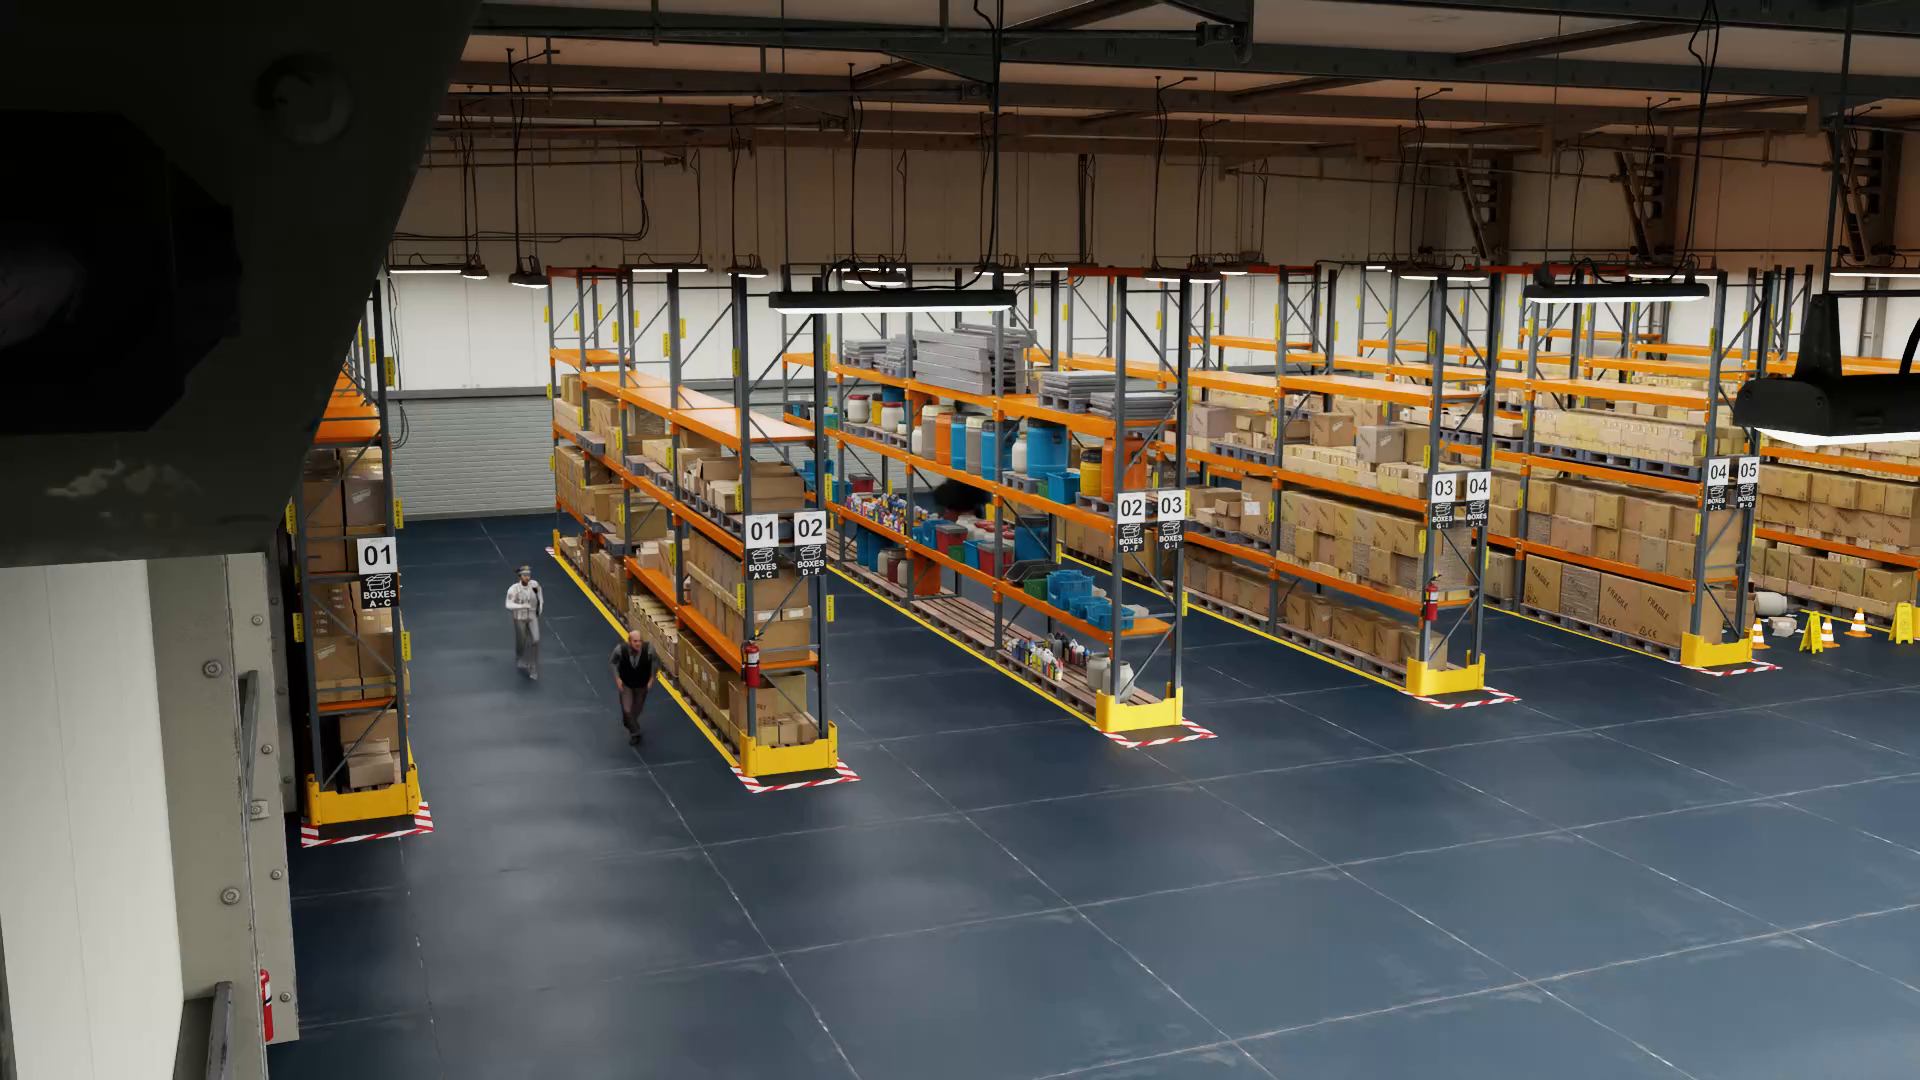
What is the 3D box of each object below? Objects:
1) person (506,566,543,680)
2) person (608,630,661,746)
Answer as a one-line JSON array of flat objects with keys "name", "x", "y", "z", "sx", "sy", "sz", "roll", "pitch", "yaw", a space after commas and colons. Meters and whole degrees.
[{"name": "person", "x": -6.523, "y": 1.203, "z": 24.942, "sx": 0.637, "sy": 1.727, "sz": 0.828, "roll": -6, "pitch": 12, "yaw": -32}, {"name": "person", "x": -4.233, "y": 1.859, "z": 21.613, "sx": 0.666, "sy": 1.563, "sz": 0.997, "roll": -3, "pitch": 10, "yaw": -17}]
